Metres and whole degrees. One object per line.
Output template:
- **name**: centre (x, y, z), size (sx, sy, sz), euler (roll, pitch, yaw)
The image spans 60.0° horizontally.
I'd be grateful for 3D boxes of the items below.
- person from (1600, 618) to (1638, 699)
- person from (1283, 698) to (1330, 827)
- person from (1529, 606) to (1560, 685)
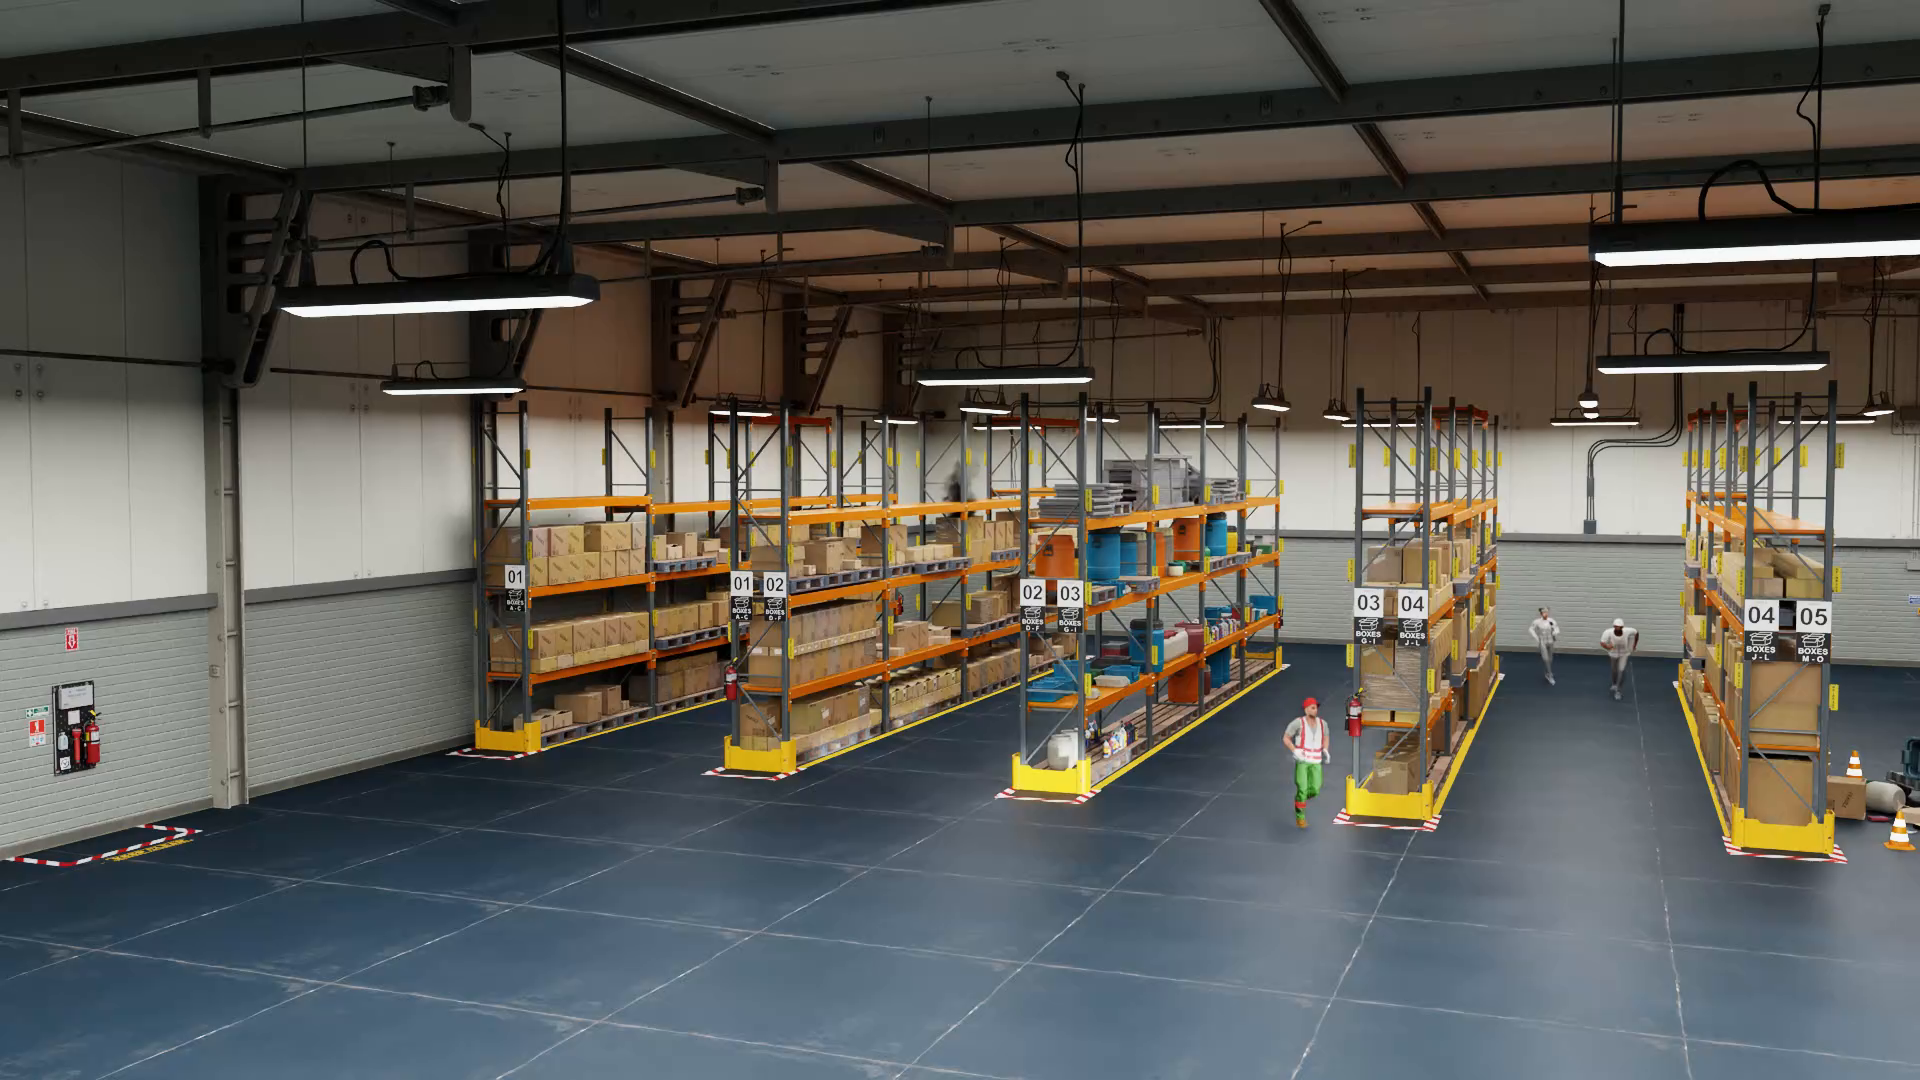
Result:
- **person**: centre (13.892, 2.482, 35.059), size (0.744, 1.726, 1.025), euler (1, 3, 22)
- **person**: centre (4.772, 3.035, 22.827), size (0.706, 1.754, 0.607), euler (0, 3, -10)
- **person**: centre (13.109, 2.339, 37.221), size (0.622, 1.726, 0.777), euler (0, 3, 1)
